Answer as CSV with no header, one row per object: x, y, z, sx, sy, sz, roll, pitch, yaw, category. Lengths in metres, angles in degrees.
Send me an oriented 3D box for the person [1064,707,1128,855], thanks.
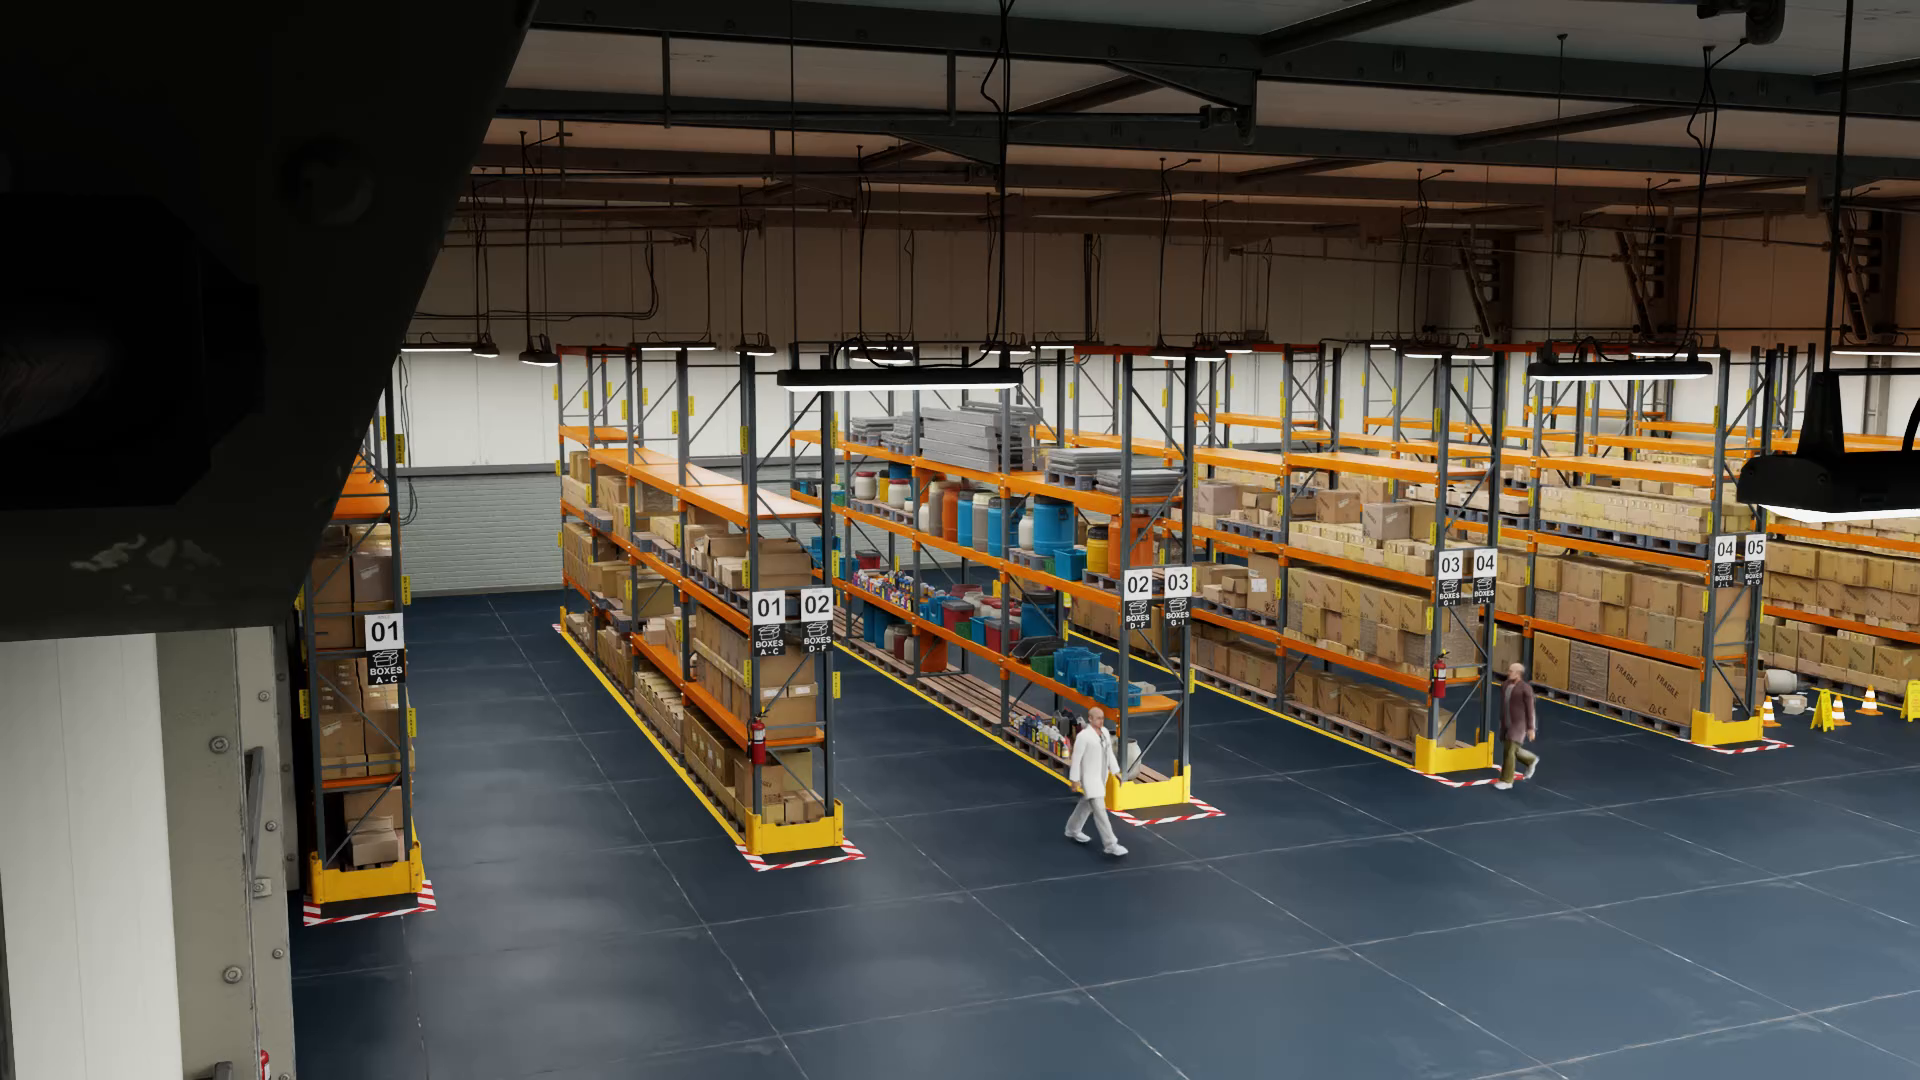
1.697,2.890,20.199,1.103,1.729,0.600,5,9,37,person

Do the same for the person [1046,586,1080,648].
2.030,1.314,32.743,0.576,1.711,1.081,-3,8,-23,person

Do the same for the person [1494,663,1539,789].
7.734,2.543,23.013,1.003,1.739,0.641,-4,8,-29,person
